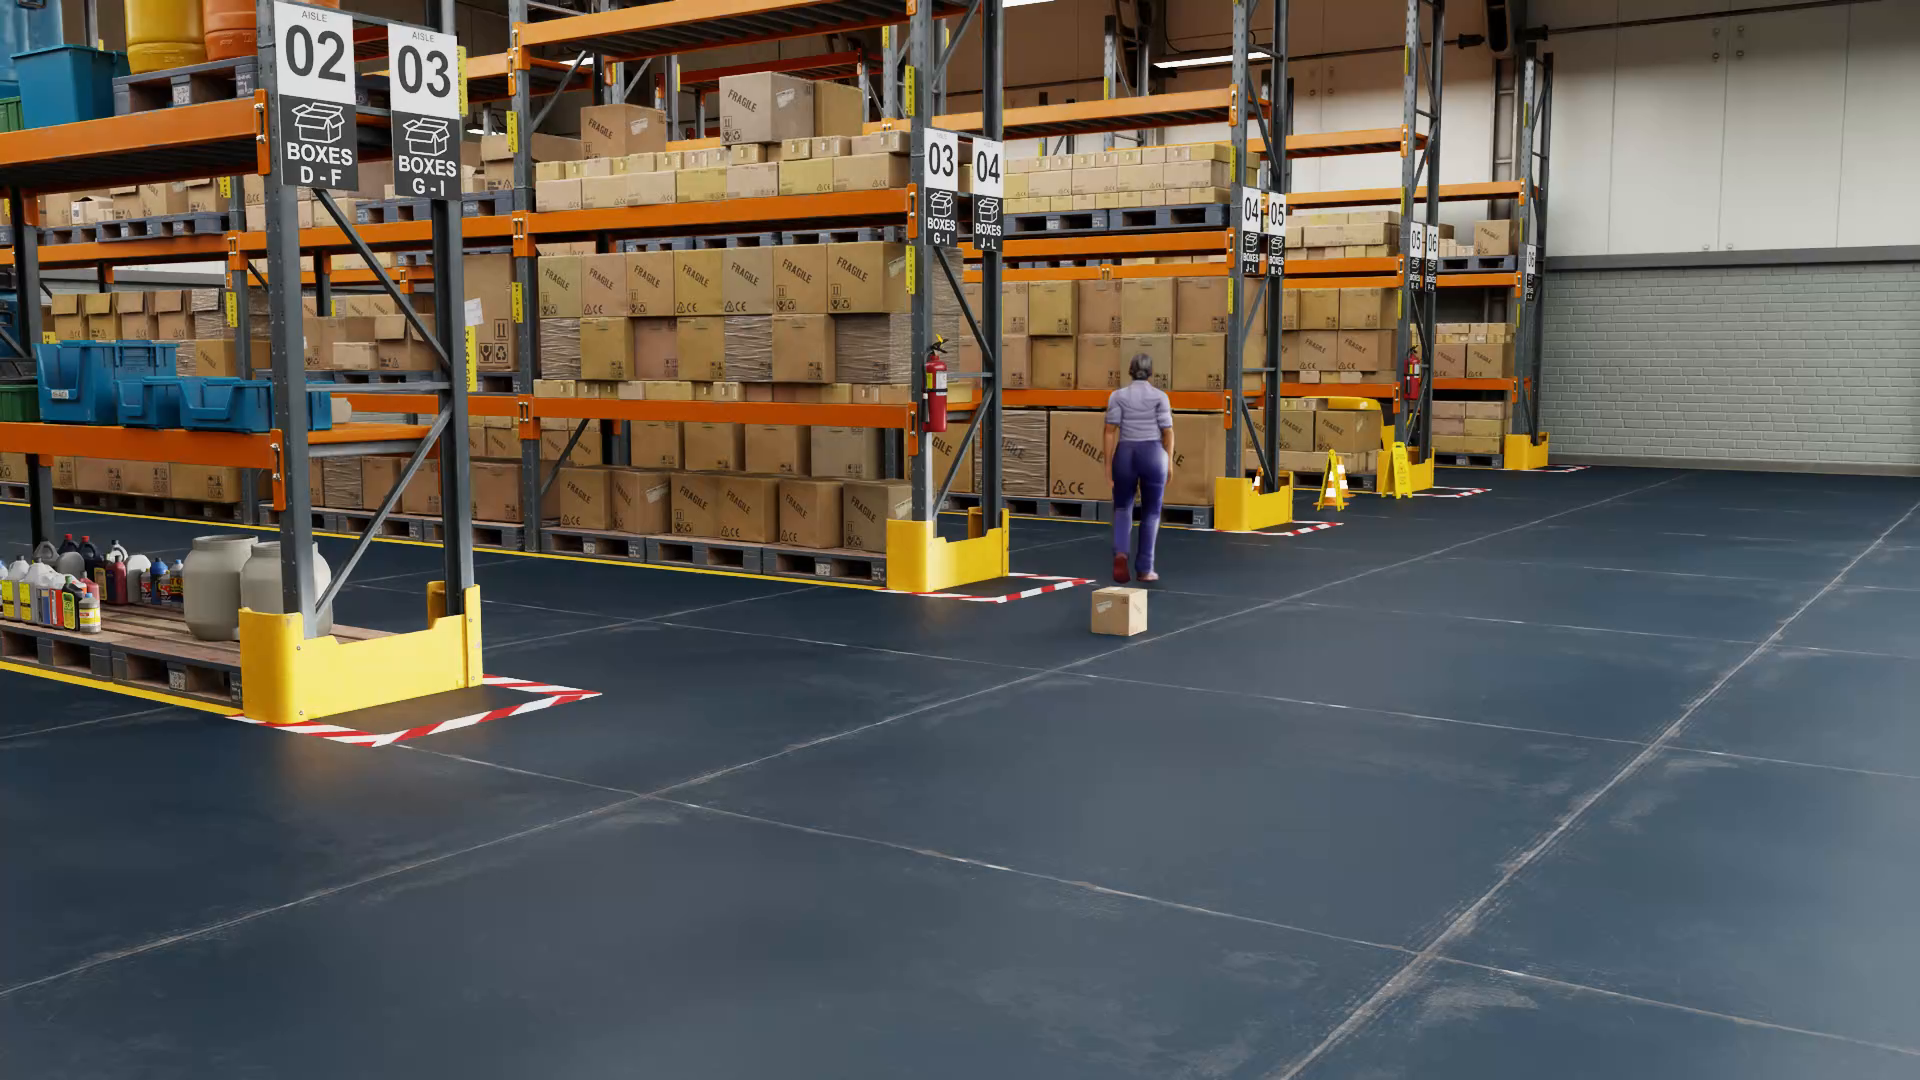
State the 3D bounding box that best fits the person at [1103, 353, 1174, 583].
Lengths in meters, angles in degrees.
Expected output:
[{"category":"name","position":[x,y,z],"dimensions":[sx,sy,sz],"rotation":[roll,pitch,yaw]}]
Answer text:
[{"category":"person","position":[1.295,-0.509,12.006],"dimensions":[0.495,1.675,0.427],"rotation":[2,7,17]}]
